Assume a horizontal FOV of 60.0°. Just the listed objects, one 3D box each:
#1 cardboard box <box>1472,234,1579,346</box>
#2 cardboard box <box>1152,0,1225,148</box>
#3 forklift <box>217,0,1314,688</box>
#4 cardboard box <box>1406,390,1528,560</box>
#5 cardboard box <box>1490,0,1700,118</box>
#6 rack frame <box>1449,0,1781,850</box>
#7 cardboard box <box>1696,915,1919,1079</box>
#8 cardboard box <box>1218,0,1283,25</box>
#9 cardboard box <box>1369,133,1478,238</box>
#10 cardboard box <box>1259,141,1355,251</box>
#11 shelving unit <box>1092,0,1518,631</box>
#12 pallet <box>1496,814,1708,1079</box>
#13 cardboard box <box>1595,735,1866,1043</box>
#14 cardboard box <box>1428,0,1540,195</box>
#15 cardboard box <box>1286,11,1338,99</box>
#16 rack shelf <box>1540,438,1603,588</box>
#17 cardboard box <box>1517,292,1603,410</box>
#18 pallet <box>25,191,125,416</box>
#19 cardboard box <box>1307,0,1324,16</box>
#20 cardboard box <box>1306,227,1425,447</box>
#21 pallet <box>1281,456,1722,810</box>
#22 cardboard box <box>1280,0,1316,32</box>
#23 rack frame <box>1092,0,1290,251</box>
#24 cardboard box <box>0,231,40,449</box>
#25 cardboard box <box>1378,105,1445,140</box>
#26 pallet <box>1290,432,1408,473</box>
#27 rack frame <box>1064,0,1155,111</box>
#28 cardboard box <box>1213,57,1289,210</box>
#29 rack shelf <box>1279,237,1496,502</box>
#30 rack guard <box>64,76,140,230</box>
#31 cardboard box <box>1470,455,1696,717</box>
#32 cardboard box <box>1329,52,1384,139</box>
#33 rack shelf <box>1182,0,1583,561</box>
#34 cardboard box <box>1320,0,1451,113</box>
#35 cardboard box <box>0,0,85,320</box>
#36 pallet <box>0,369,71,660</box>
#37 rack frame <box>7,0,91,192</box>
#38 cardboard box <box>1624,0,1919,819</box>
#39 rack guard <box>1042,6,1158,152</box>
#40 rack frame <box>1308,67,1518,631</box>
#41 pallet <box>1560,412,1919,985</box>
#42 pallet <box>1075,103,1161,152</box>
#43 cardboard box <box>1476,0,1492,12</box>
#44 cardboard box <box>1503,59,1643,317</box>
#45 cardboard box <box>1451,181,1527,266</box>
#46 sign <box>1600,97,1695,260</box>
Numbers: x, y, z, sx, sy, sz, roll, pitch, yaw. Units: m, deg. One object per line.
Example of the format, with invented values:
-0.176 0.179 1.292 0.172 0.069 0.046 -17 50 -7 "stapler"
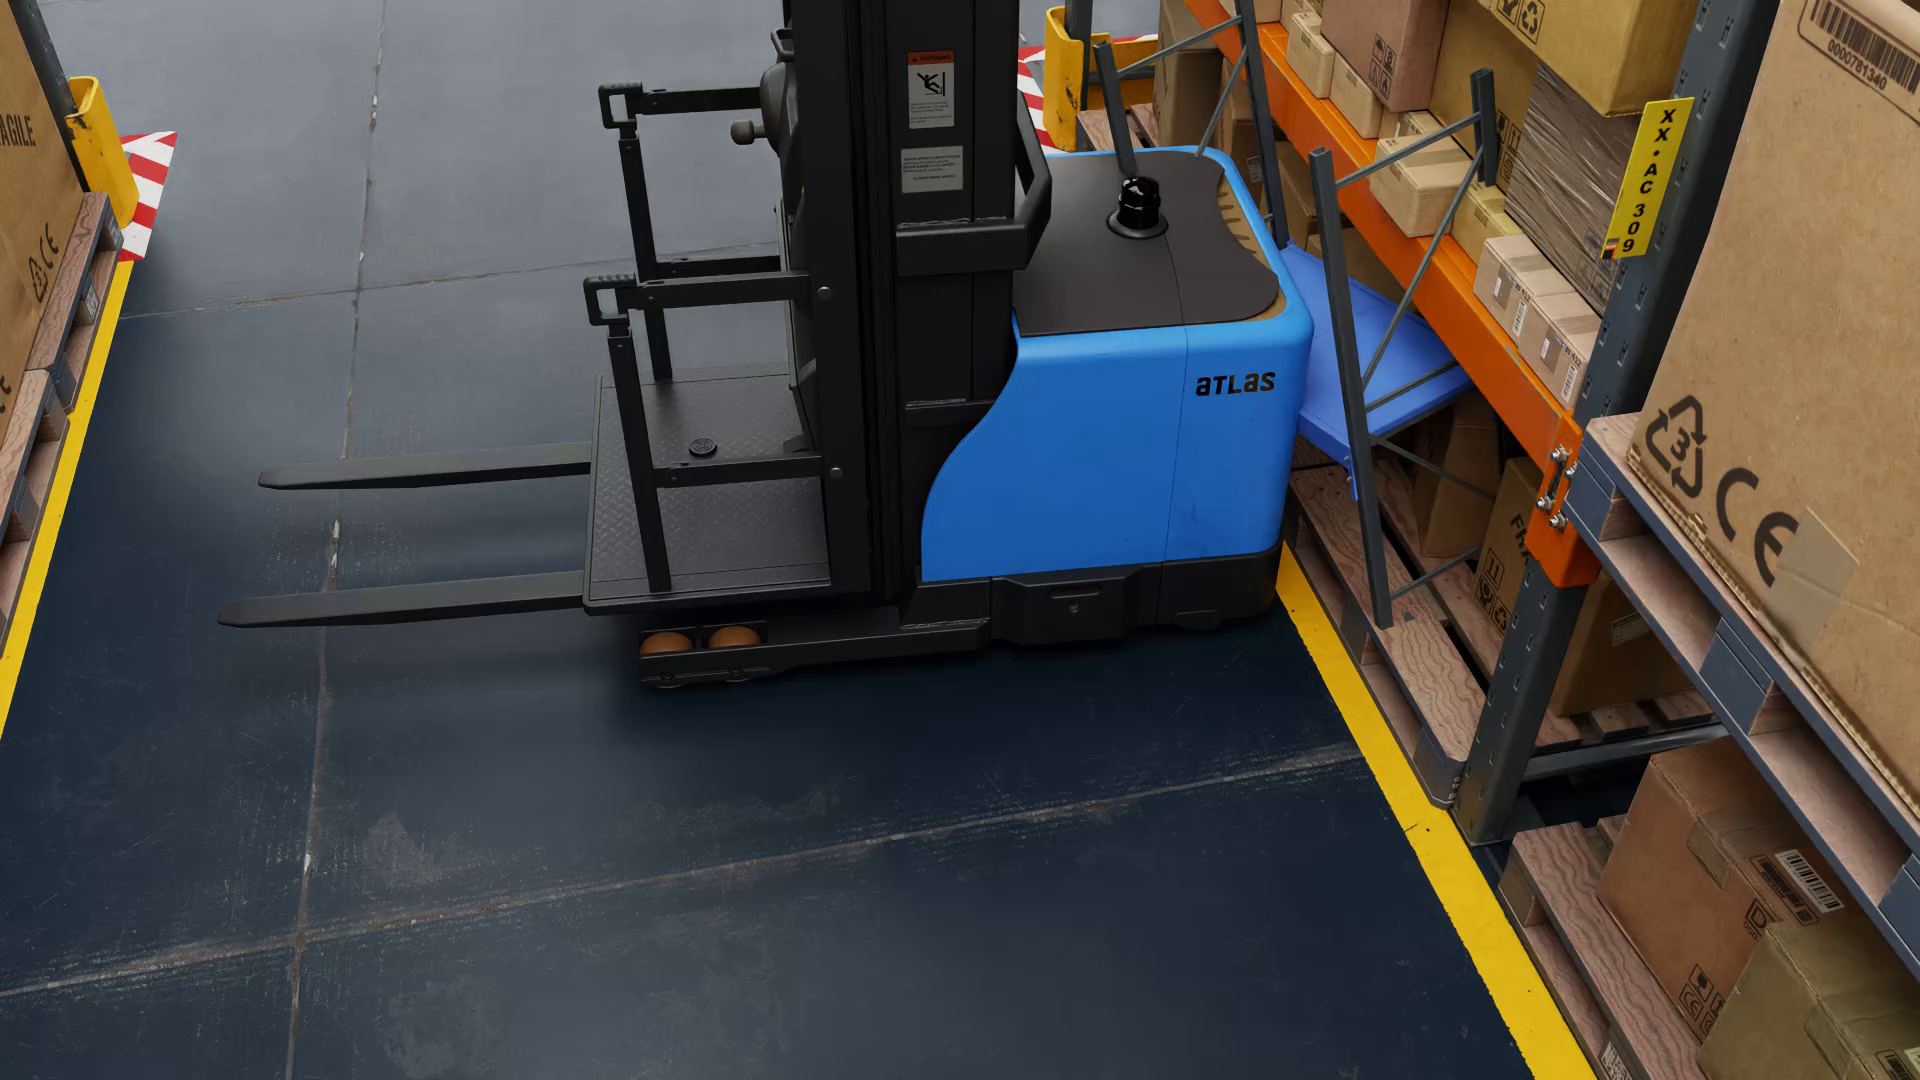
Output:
1.427 -0.593 3.847 0.380 0.149 0.250 -8 42 -9 "cardboard box"
1.061 -1.834 6.623 0.500 0.500 0.500 -1 42 -1 "cardboard box"
-0.620 -1.044 4.218 3.031 2.935 1.130 -5 42 -5 "forklift"
1.627 -0.283 4.876 0.500 0.500 0.500 4 42 4 "cardboard box"
1.440 -1.201 3.291 0.500 0.500 0.500 -8 42 -9 "cardboard box"
1.806 -0.426 3.470 1.000 3.000 0.127 -8 42 -9 "rack frame"
2.002 1.057 3.351 0.700 0.500 0.500 -9 42 -10 "cardboard box"
1.000 -1.720 5.117 0.380 0.149 0.250 -8 42 -9 "cardboard box"
1.269 -0.909 4.204 0.380 0.149 0.250 -8 42 -9 "cardboard box"
1.340 -1.043 5.732 0.500 0.500 0.500 -5 42 -5 "cardboard box"
0.991 -0.657 4.670 0.538 1.500 1.048 -27 38 -12 "shelving unit"
1.975 1.121 3.828 1.003 0.211 1.213 -8 42 -9 "pallet"
1.917 0.745 3.702 0.700 0.500 0.500 -11 43 -13 "cardboard box"
1.695 -1.204 4.048 0.875 0.500 0.500 -8 42 -9 "cardboard box"
1.163 -1.404 4.761 0.380 0.149 0.250 -8 42 -9 "cardboard box"
2.237 1.139 2.249 1.077 0.370 4.000 -8 42 -9 "rack shelf"
1.472 -0.429 3.663 0.380 0.149 0.250 -8 42 -9 "cardboard box"
-3.674 -0.824 6.019 1.003 0.211 1.213 -8 42 -9 "pallet"
1.421 -1.844 4.768 0.875 0.500 0.500 -8 42 -9 "cardboard box"
1.417 -0.675 5.317 0.500 0.500 0.500 -12 43 -13 "cardboard box"
1.626 0.187 4.881 1.003 0.211 1.213 -8 42 -9 "pallet"
1.184 -1.577 4.956 0.380 0.149 0.250 -8 42 -9 "cardboard box"
0.777 -0.896 5.064 0.500 1.500 0.032 -27 38 -12 "rack frame"
-3.520 -0.736 5.104 0.875 0.875 0.875 -9 42 -10 "cardboard box"
1.344 -1.090 4.408 0.380 0.149 0.250 -8 42 -9 "cardboard box"
1.359 -0.606 5.773 1.003 0.211 1.213 -8 42 -9 "pallet"
0.942 -3.019 6.391 1.000 3.000 0.127 -8 42 -9 "rack frame"
1.223 -1.451 6.192 0.500 0.500 0.500 2 42 2 "cardboard box"
1.037 -0.520 4.778 0.538 0.185 1.000 -27 38 -12 "rack shelf"
-3.928 -1.454 6.512 1.175 0.500 0.348 -8 42 -9 "rack guard"
1.758 0.087 4.459 0.500 0.500 0.500 -10 42 -11 "cardboard box"
1.251 -1.247 4.584 0.380 0.149 0.250 -8 42 -9 "cardboard box"
1.374 -1.453 5.170 1.077 0.370 4.000 -8 42 -9 "rack shelf"
1.489 -1.514 4.397 0.875 0.500 0.500 -8 42 -9 "cardboard box"
-3.712 -1.306 5.746 0.875 0.875 0.875 -8 42 -9 "cardboard box"
-3.414 -0.034 5.130 1.003 0.211 1.213 -8 42 -9 "pallet"
-3.923 -2.374 5.664 1.000 3.000 0.127 -8 42 -9 "rack frame"
1.840 -0.272 2.529 1.000 1.000 1.000 -8 42 -9 "cardboard box"
0.959 -2.035 7.166 1.175 0.500 0.348 -8 42 -9 "rack guard"
1.206 -0.417 4.276 0.500 1.500 0.032 -27 38 -12 "rack frame"
1.829 0.162 2.952 1.003 0.211 1.213 -8 42 -9 "pallet"
1.099 -1.395 6.663 1.003 0.211 1.213 -8 42 -9 "pallet"
1.331 -1.525 3.656 0.500 0.500 0.500 -8 42 -9 "cardboard box"
1.769 -0.875 3.677 0.875 0.500 0.500 -8 42 -9 "cardboard box"
1.432 -0.763 4.040 0.380 0.149 0.250 -8 42 -9 "cardboard box"
1.277 -0.667 3.090 0.100 0.325 0.005 -8 42 -9 "sign"
